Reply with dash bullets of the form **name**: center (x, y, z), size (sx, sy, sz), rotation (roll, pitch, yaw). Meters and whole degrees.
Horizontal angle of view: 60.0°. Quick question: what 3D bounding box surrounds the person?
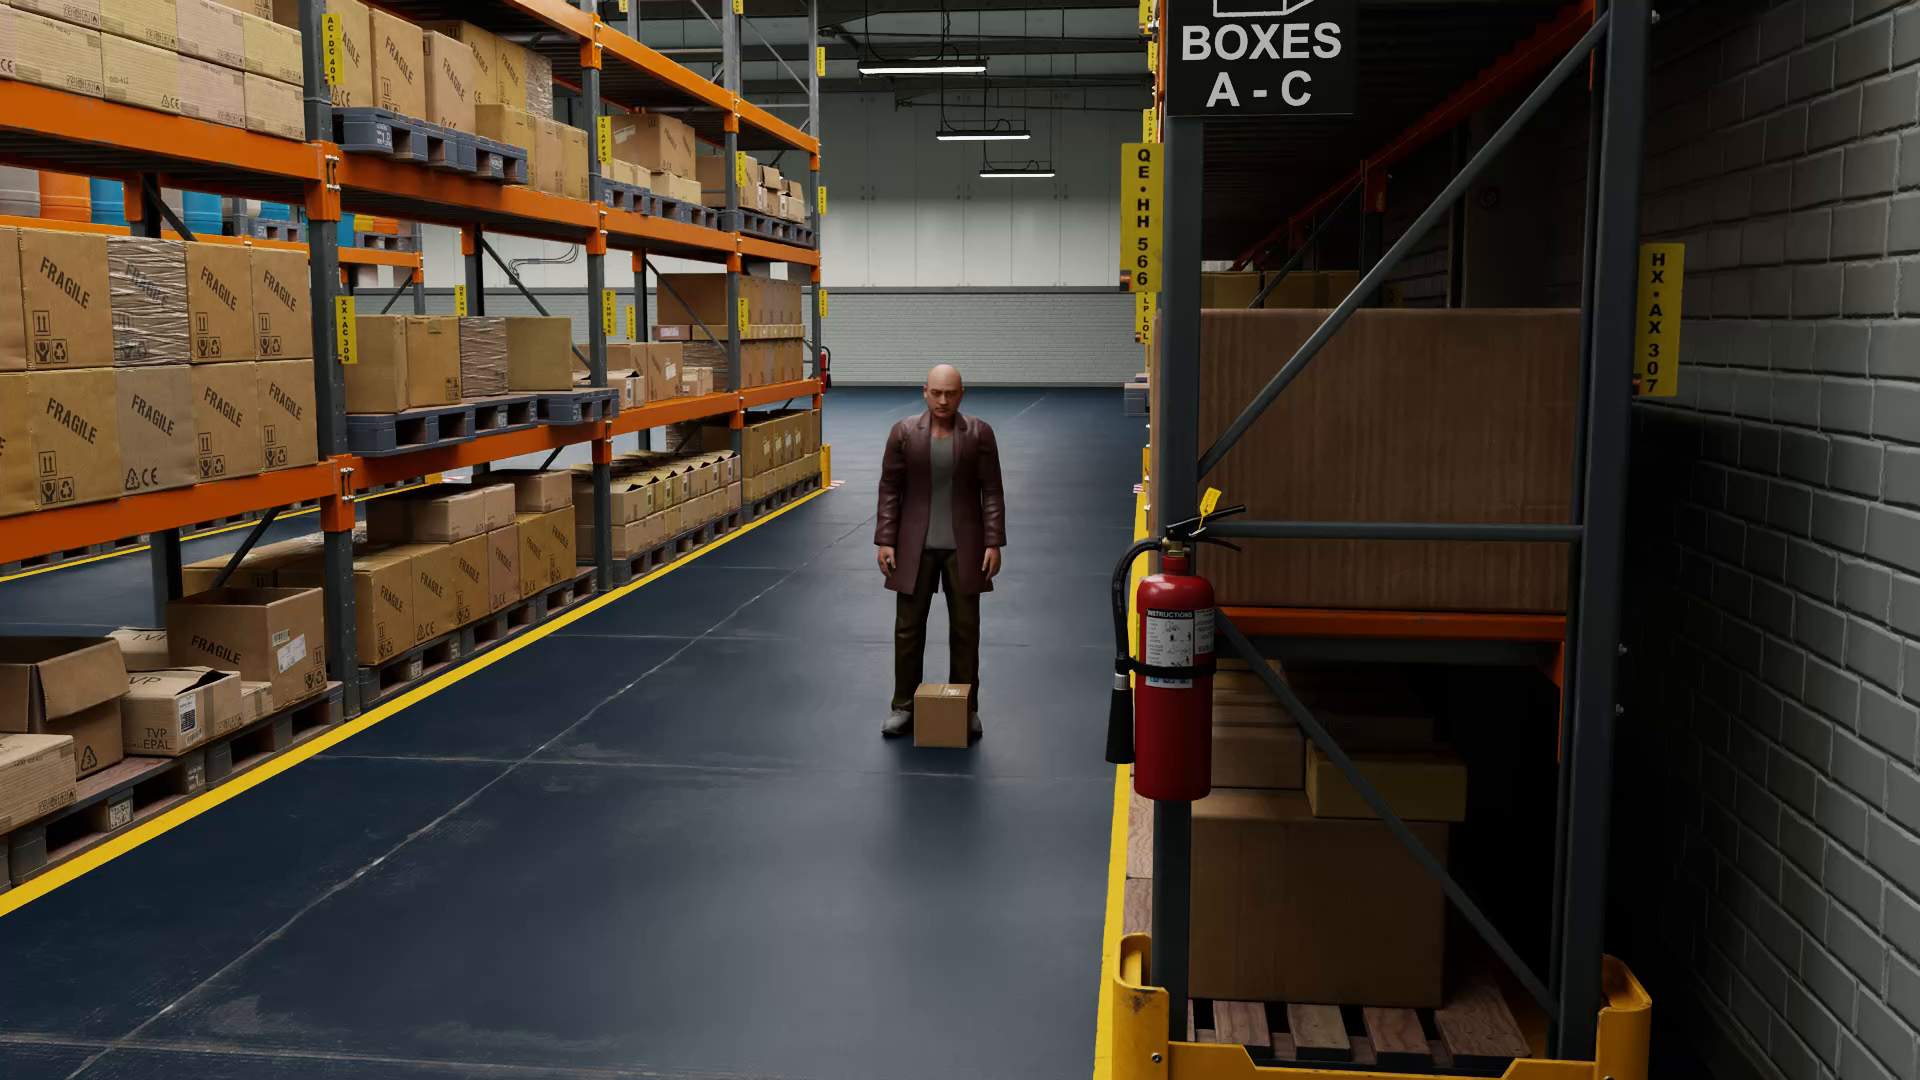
- **person**: center (-0.097, 0.042, 8.023), size (0.642, 1.773, 0.431), rotation (0, 7, 1)
